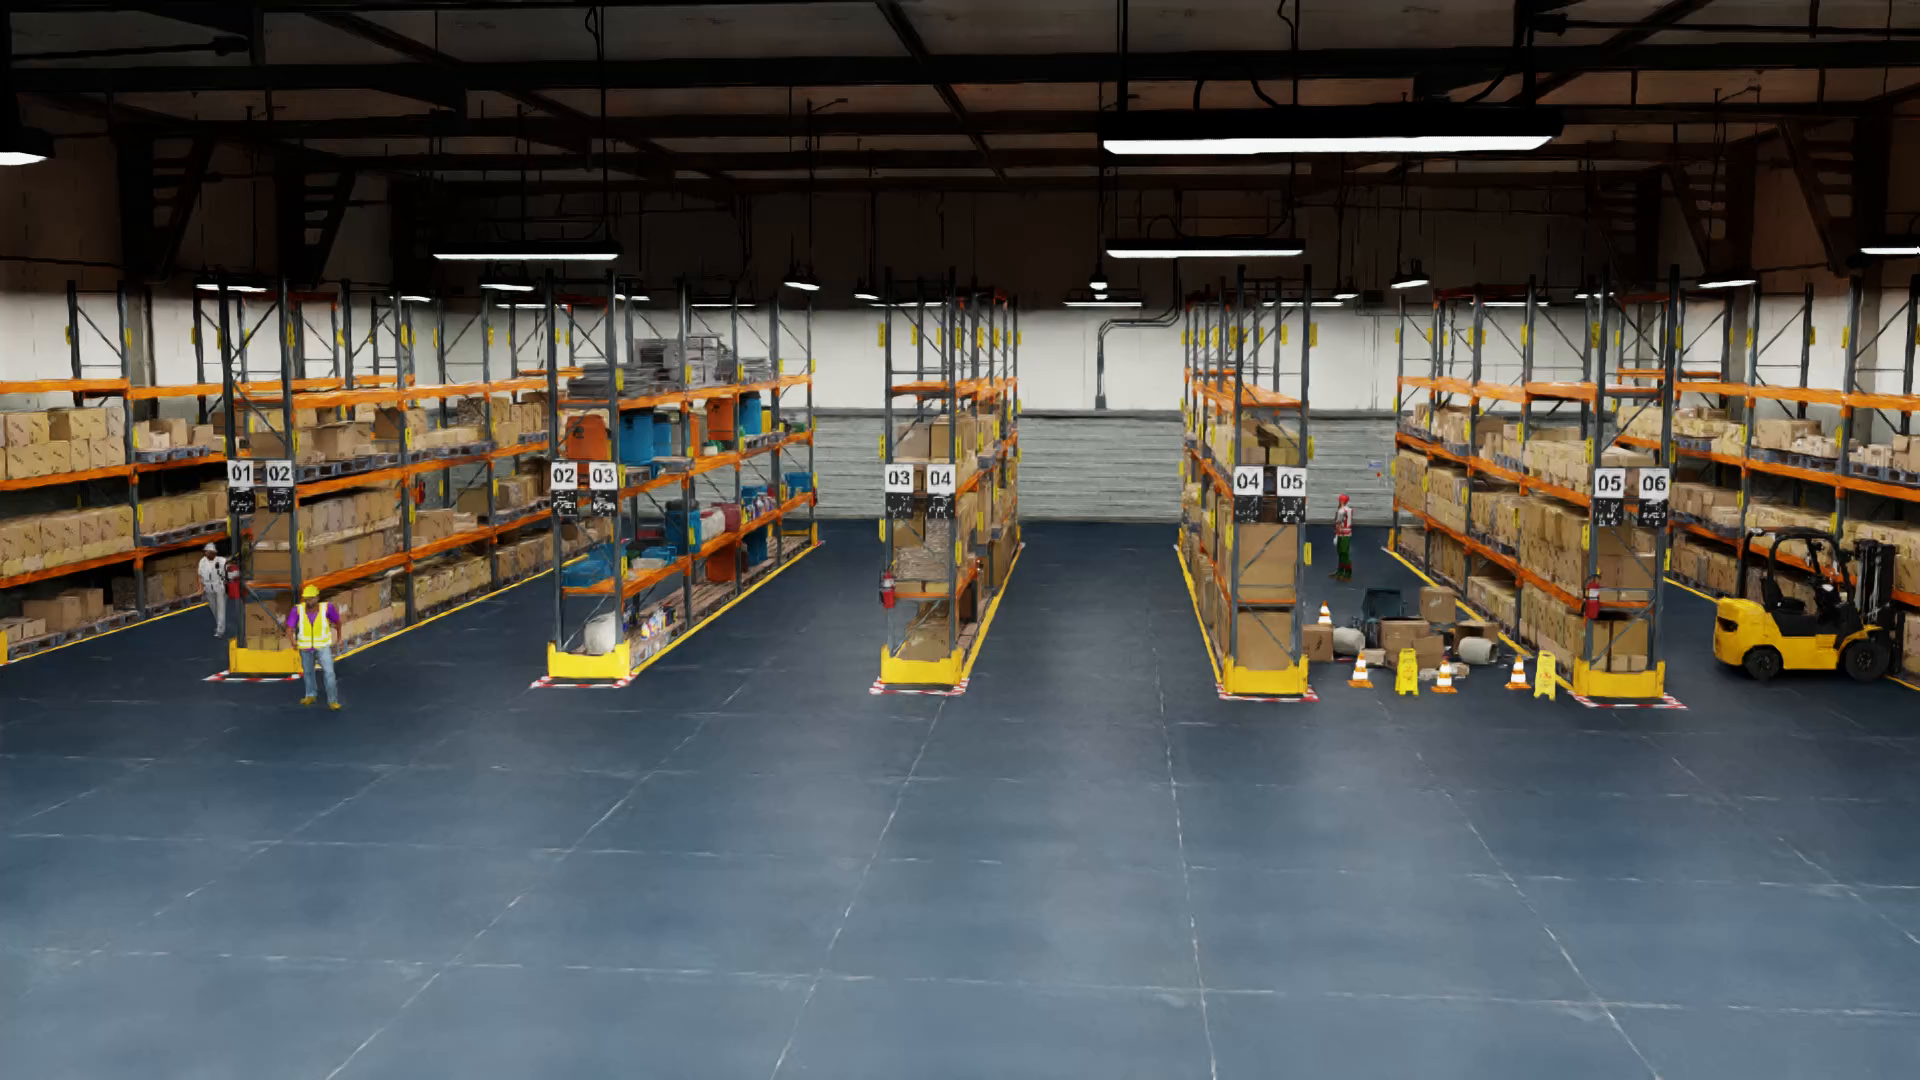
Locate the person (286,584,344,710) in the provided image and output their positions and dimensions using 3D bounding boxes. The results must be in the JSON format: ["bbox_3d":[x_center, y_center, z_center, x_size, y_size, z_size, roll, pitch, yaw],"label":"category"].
[{"bbox_3d":[-8.721,1.428,22.505,0.710,1.703,0.836,-1,7,-11],"label":"person"}]

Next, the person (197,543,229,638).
[{"bbox_3d":[-12.503,0.818,27.904,0.505,1.579,1.063,-1,7,-4],"label":"person"}]

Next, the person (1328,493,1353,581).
[{"bbox_3d":[7.895,-0.076,34.434,0.583,1.786,0.658,4,8,29],"label":"person"}]
